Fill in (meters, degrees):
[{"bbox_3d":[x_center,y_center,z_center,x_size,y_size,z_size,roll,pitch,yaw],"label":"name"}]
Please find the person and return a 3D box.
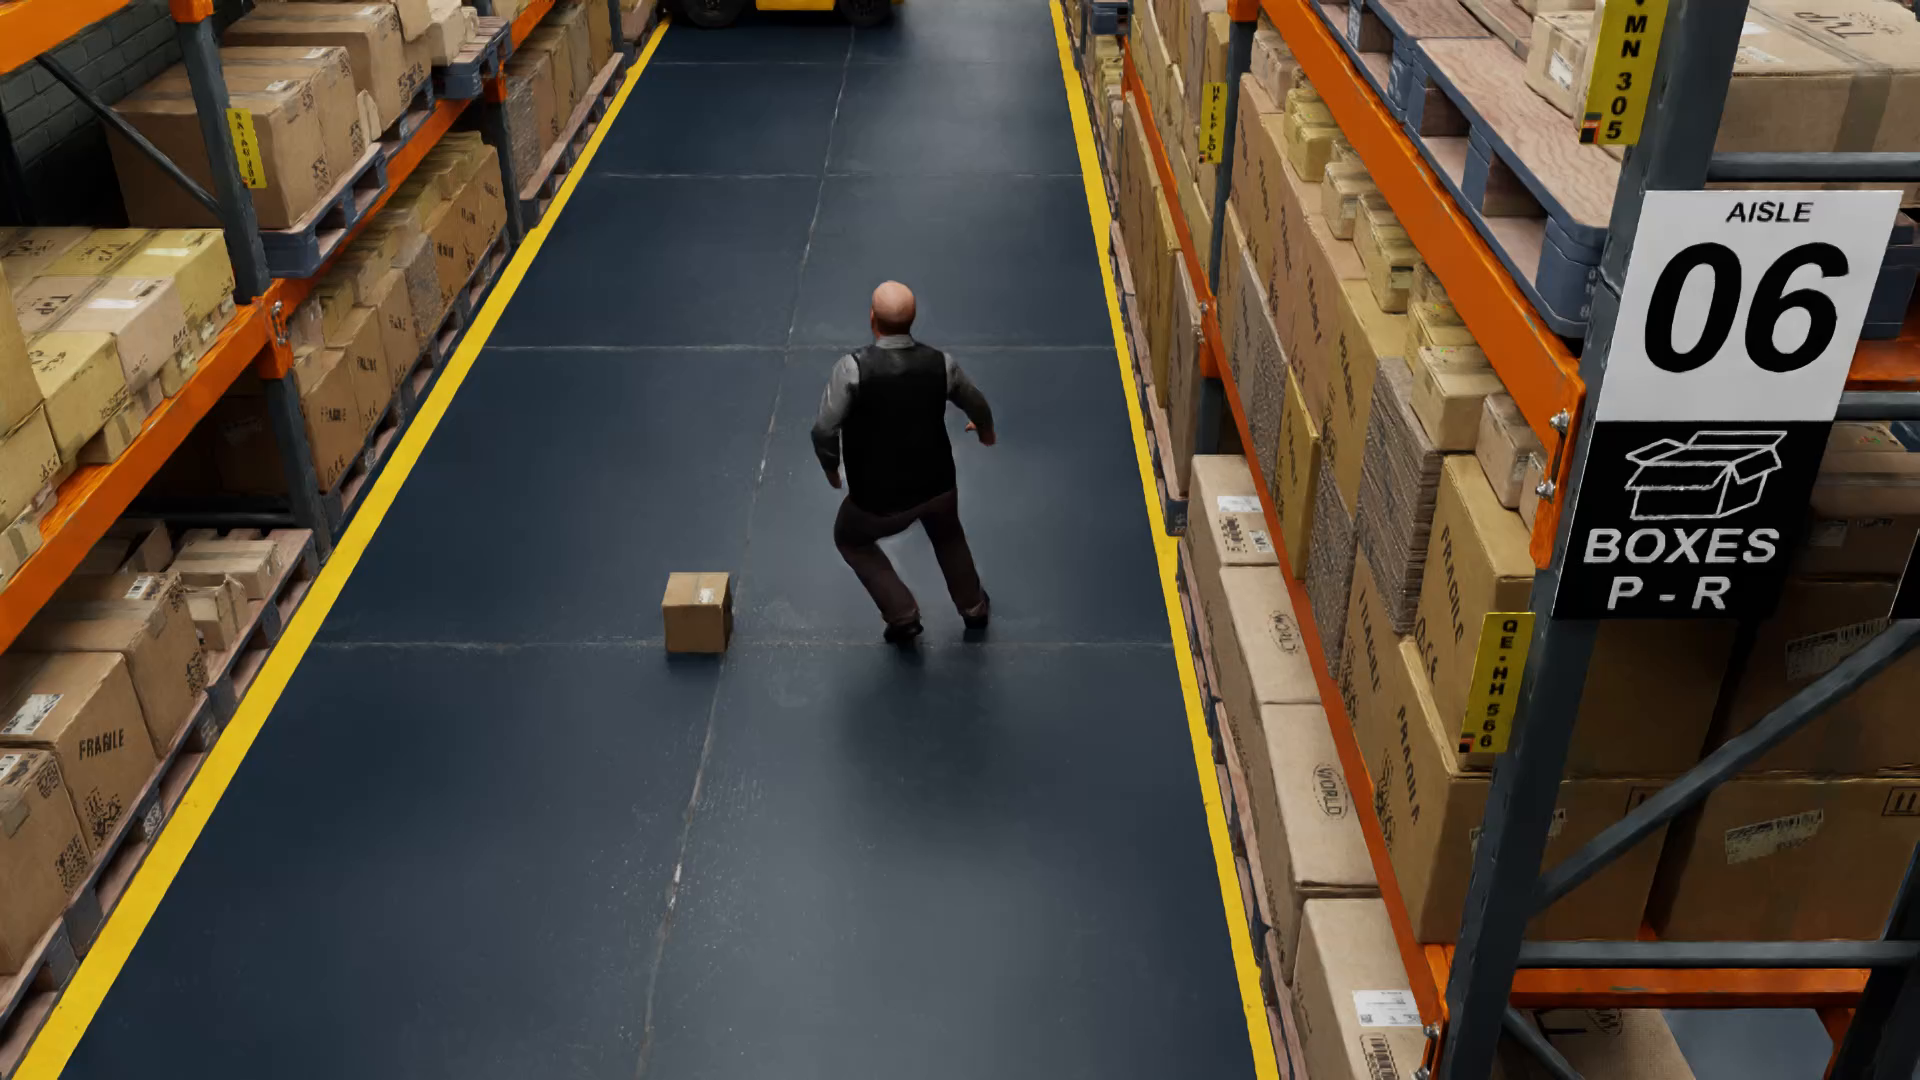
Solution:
[{"bbox_3d":[-0.191,-0.262,6.715,0.911,1.657,0.517,-17,35,-25],"label":"person"}]
